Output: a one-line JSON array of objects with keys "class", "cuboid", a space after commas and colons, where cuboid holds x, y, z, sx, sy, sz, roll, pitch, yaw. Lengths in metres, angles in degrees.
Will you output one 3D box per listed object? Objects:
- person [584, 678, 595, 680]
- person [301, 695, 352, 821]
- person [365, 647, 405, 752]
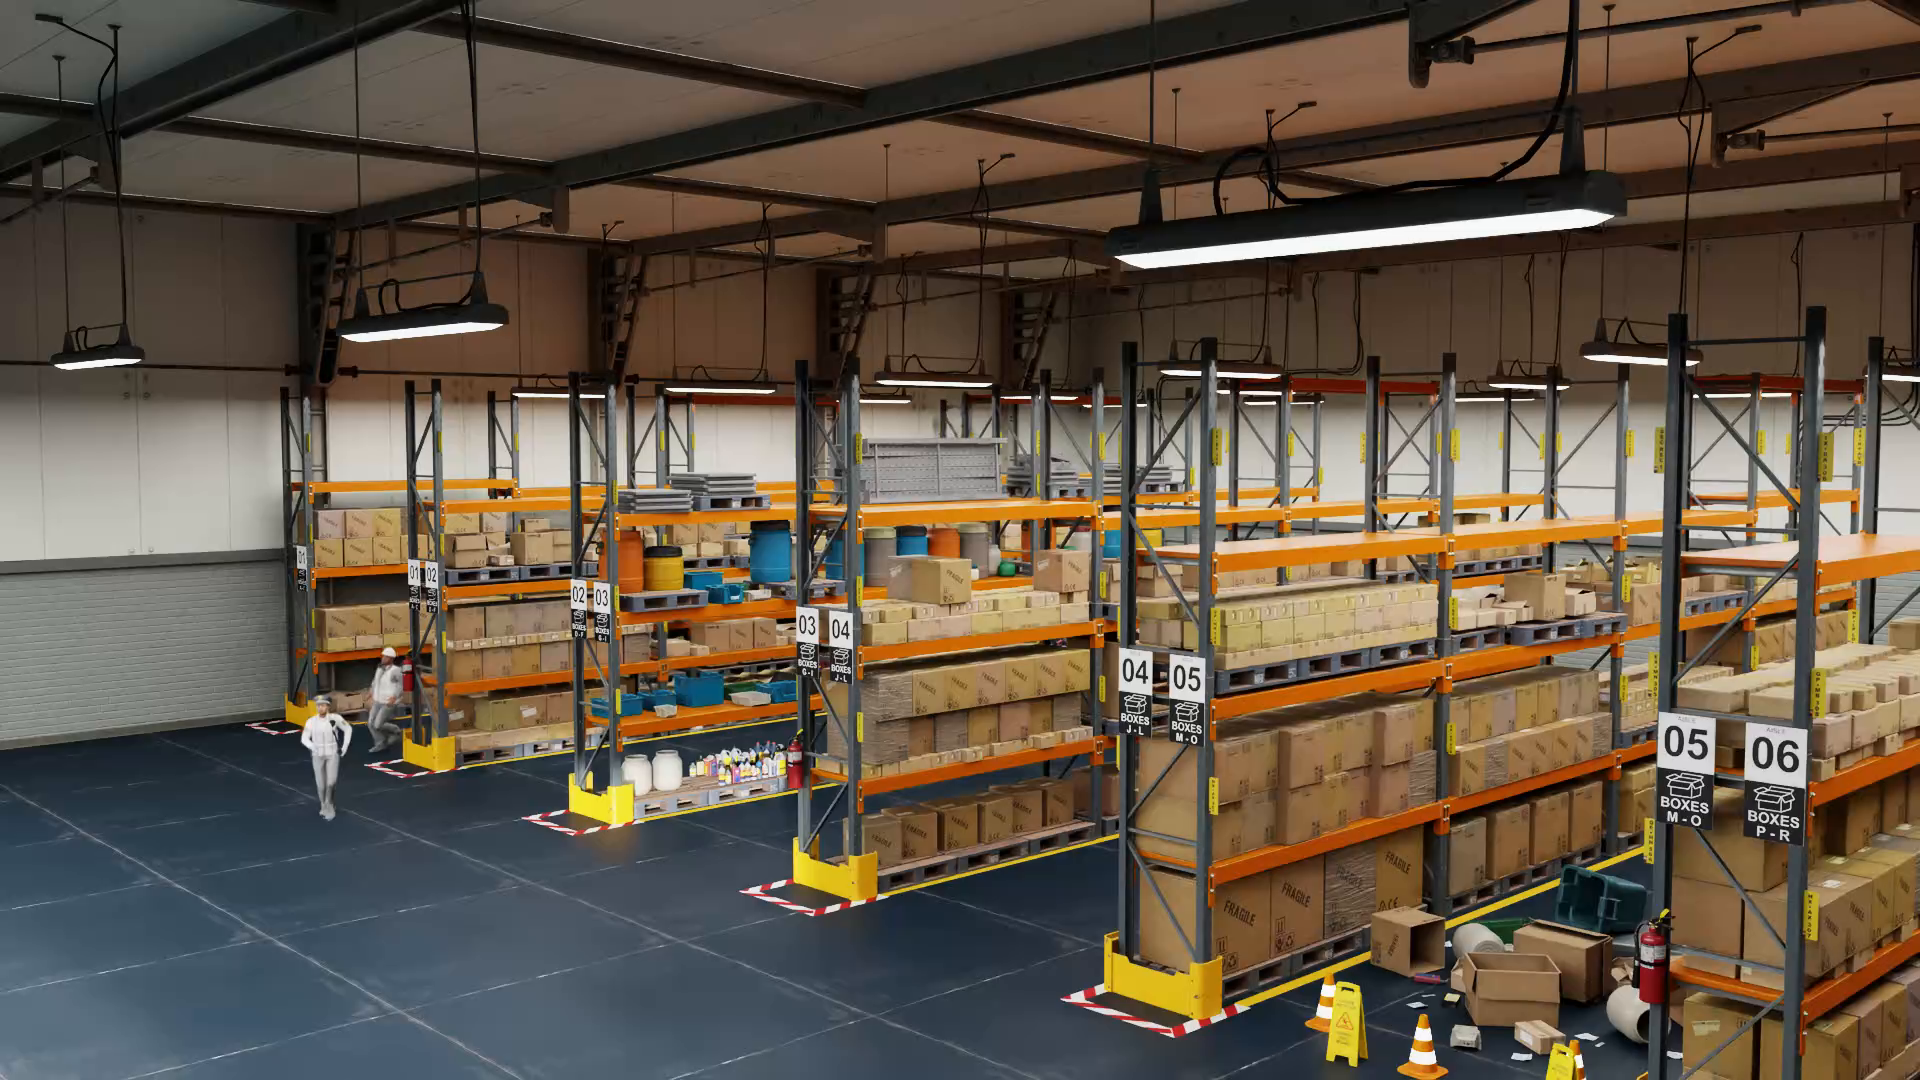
[{"class": "person", "cuboid": [-6.764, 2.346, 30.446, 0.720, 1.745, 0.912, 3, 5, 41]}, {"class": "person", "cuboid": [-8.497, 2.907, 22.286, 0.619, 1.685, 0.644, -1, 4, -12]}, {"class": "person", "cuboid": [-9.300, 2.599, 26.995, 0.704, 1.726, 0.545, 2, 4, 31]}]
